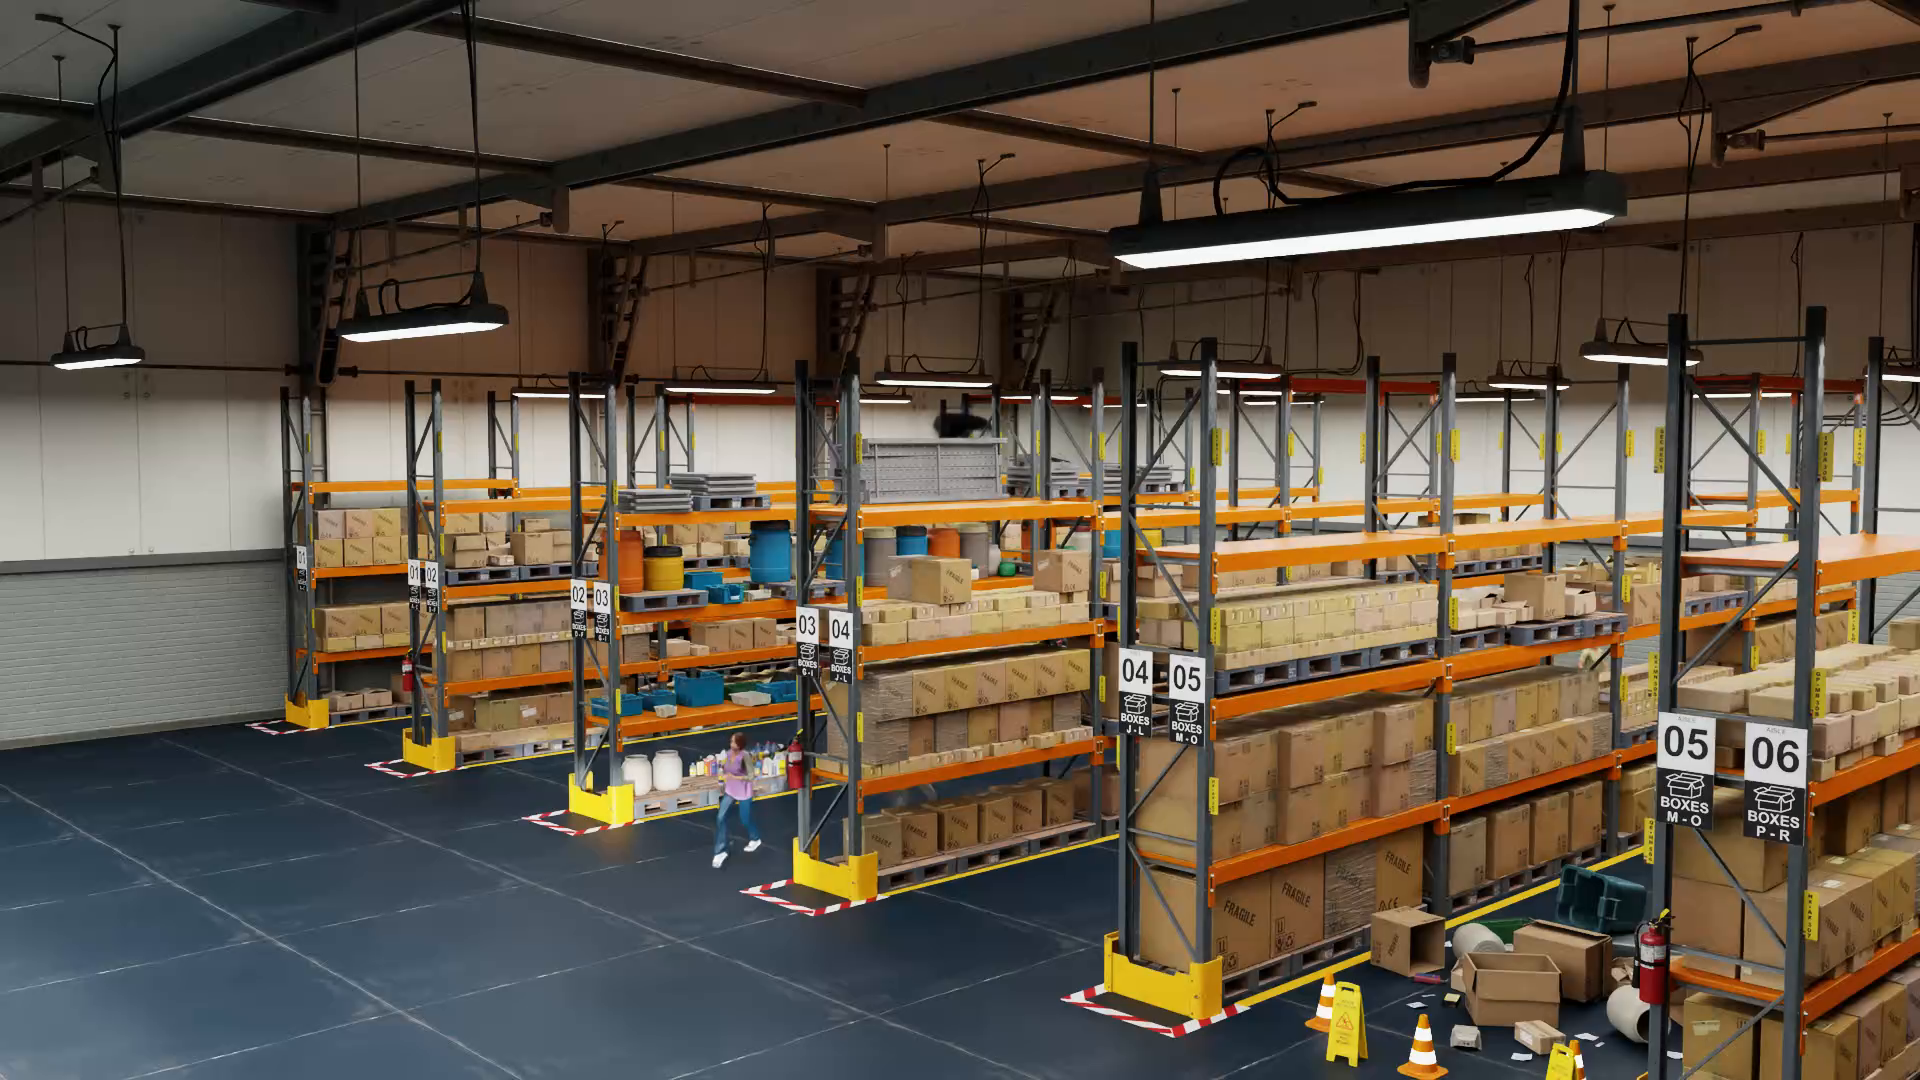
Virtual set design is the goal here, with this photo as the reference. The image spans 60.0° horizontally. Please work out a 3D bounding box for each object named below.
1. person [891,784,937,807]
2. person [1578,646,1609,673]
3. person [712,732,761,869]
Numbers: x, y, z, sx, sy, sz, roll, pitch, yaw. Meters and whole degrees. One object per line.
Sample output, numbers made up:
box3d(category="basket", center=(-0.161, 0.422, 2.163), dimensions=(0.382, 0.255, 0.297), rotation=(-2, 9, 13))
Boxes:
box3d(category="person", center=(-0.622, 2.928, 22.117), dimensions=(0.888, 1.651, 0.602), rotation=(-3, 5, -43))
box3d(category="person", center=(11.280, 2.473, 29.660), dimensions=(0.614, 1.613, 0.613), rotation=(-1, 4, -20))
box3d(category="person", center=(-2.614, 3.095, 20.011), dimensions=(0.527, 1.627, 0.829), rotation=(2, 4, 31))
